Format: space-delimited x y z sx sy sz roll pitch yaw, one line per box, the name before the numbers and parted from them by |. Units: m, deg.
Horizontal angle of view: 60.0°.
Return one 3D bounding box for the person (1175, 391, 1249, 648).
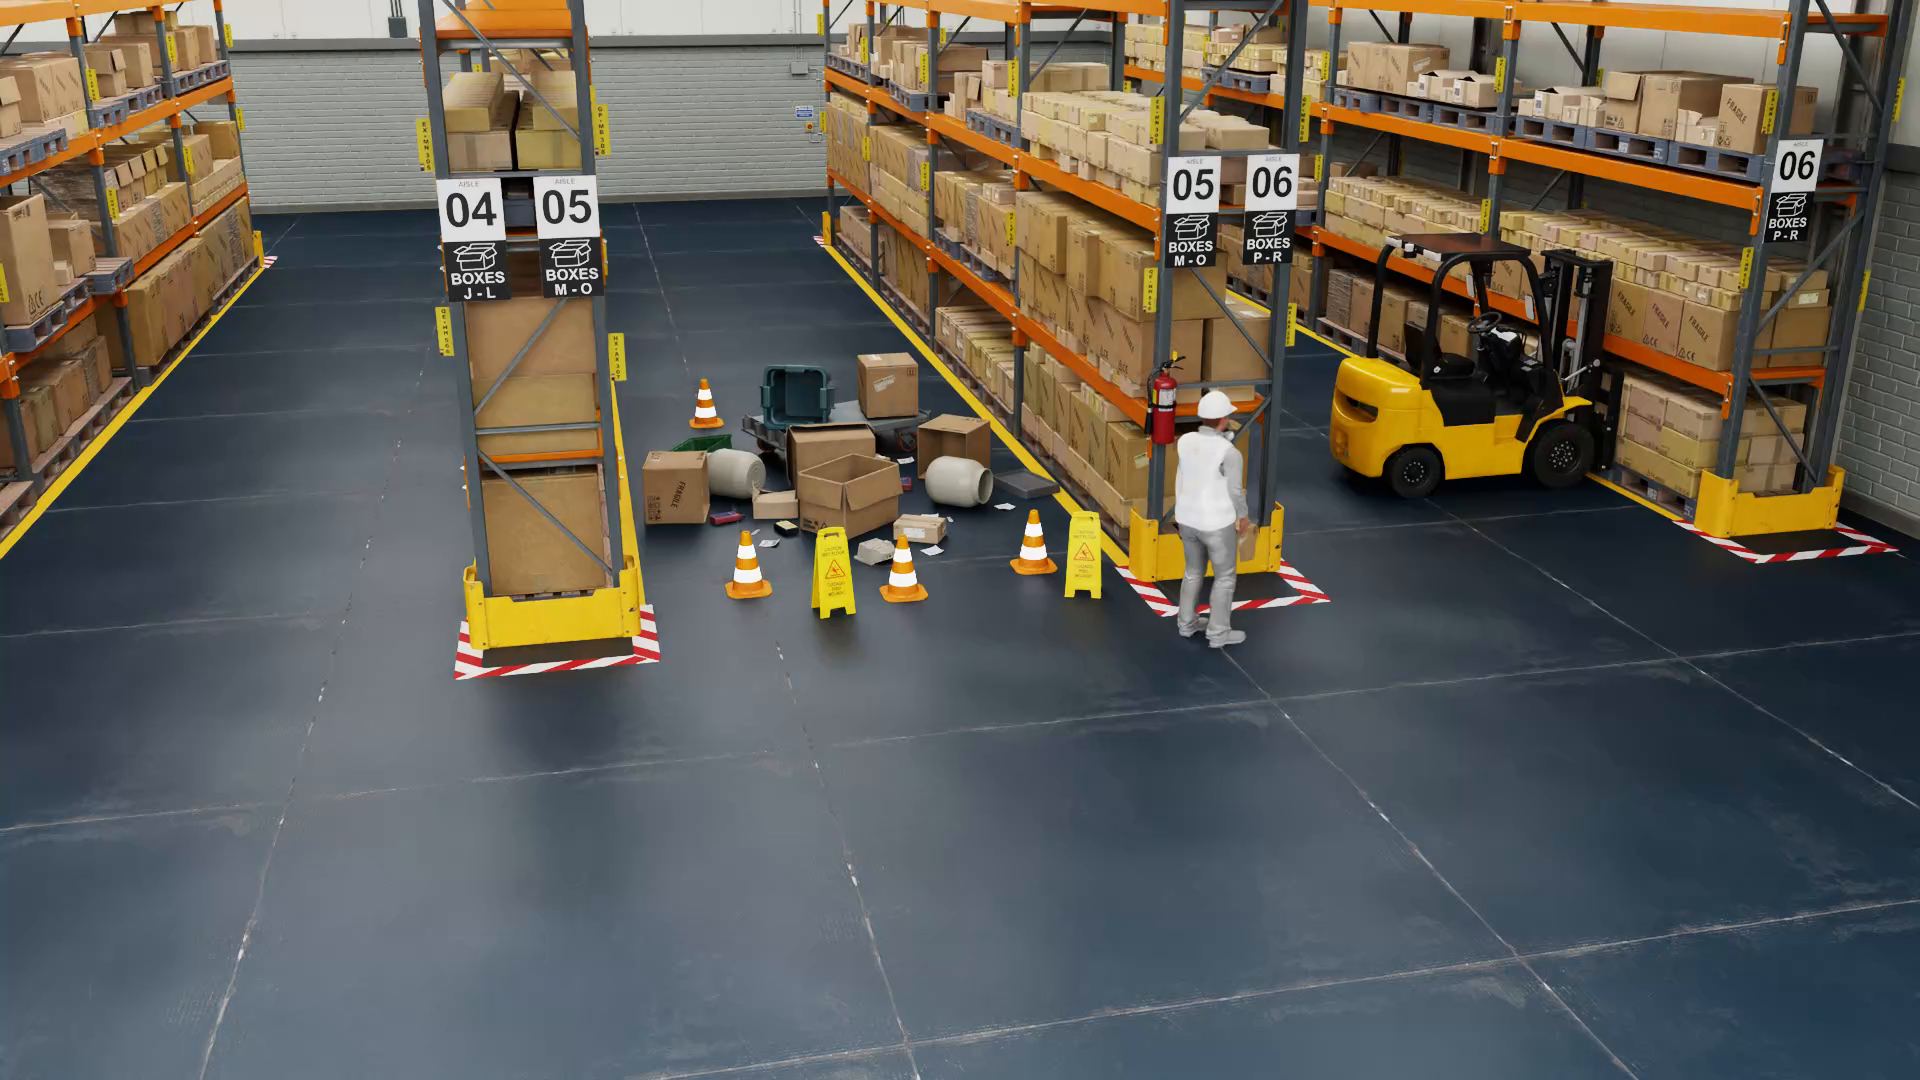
person | 1.710 -0.152 11.449 0.434 1.778 0.553 -17 25 -39
